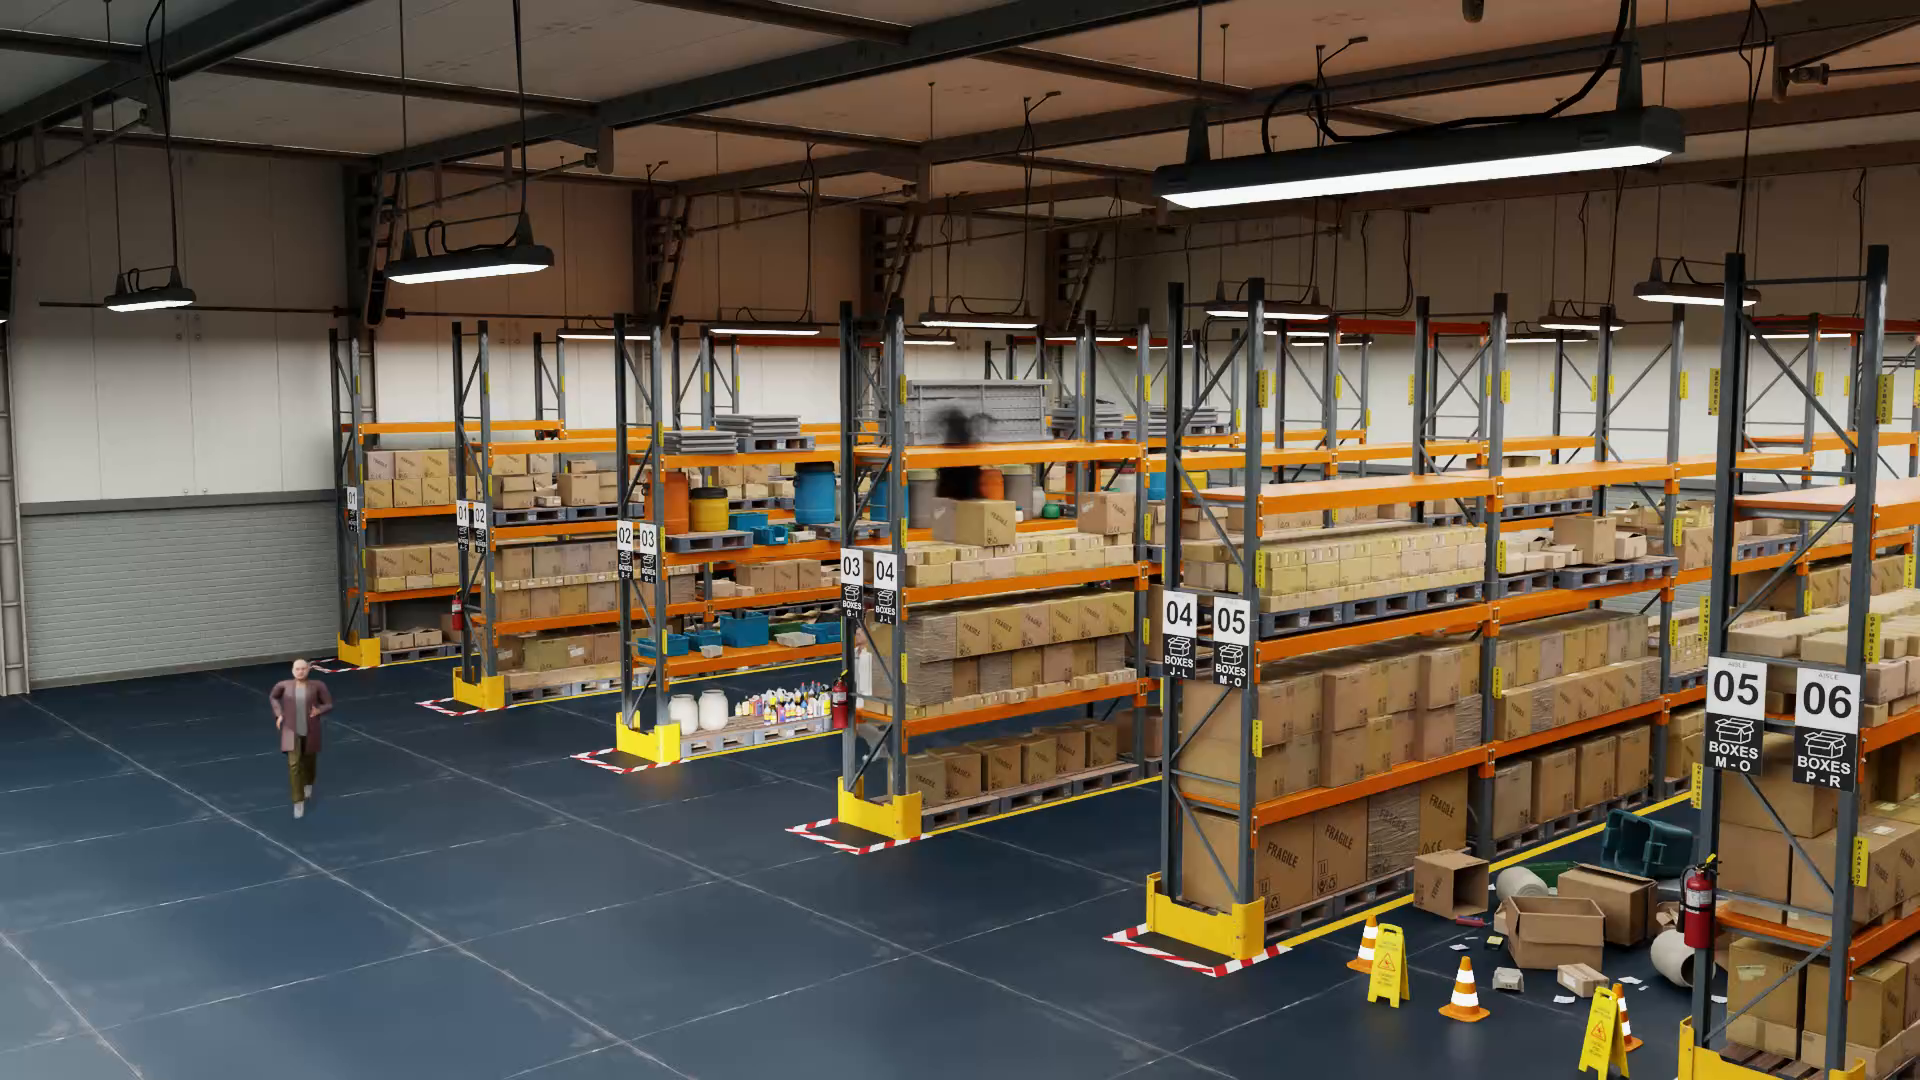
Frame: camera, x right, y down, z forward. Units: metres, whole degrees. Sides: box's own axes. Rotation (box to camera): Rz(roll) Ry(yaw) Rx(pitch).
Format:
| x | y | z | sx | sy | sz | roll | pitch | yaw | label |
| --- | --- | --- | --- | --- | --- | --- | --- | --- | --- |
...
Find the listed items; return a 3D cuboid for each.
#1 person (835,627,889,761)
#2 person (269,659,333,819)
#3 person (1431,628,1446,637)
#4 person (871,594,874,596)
| x | y | z | sx | sy | sz | roll | pitch | yaw | label |
| --- | --- | --- | --- | --- | --- | --- | --- | --- | --- |
| -1.184 | 1.953 | 20.846 | 0.820 | 1.732 | 0.735 | -4 | 7 | -38 | person |
| -7.831 | 2.311 | 19.804 | 0.703 | 1.805 | 1.041 | -2 | 6 | -22 | person |
| 6.849 | 2.018 | 23.605 | 0.876 | 1.711 | 0.609 | -4 | 7 | -37 | person |
| -1.636 | 0.831 | 35.186 | 0.644 | 1.733 | 0.638 | 4 | 7 | 36 | person |
